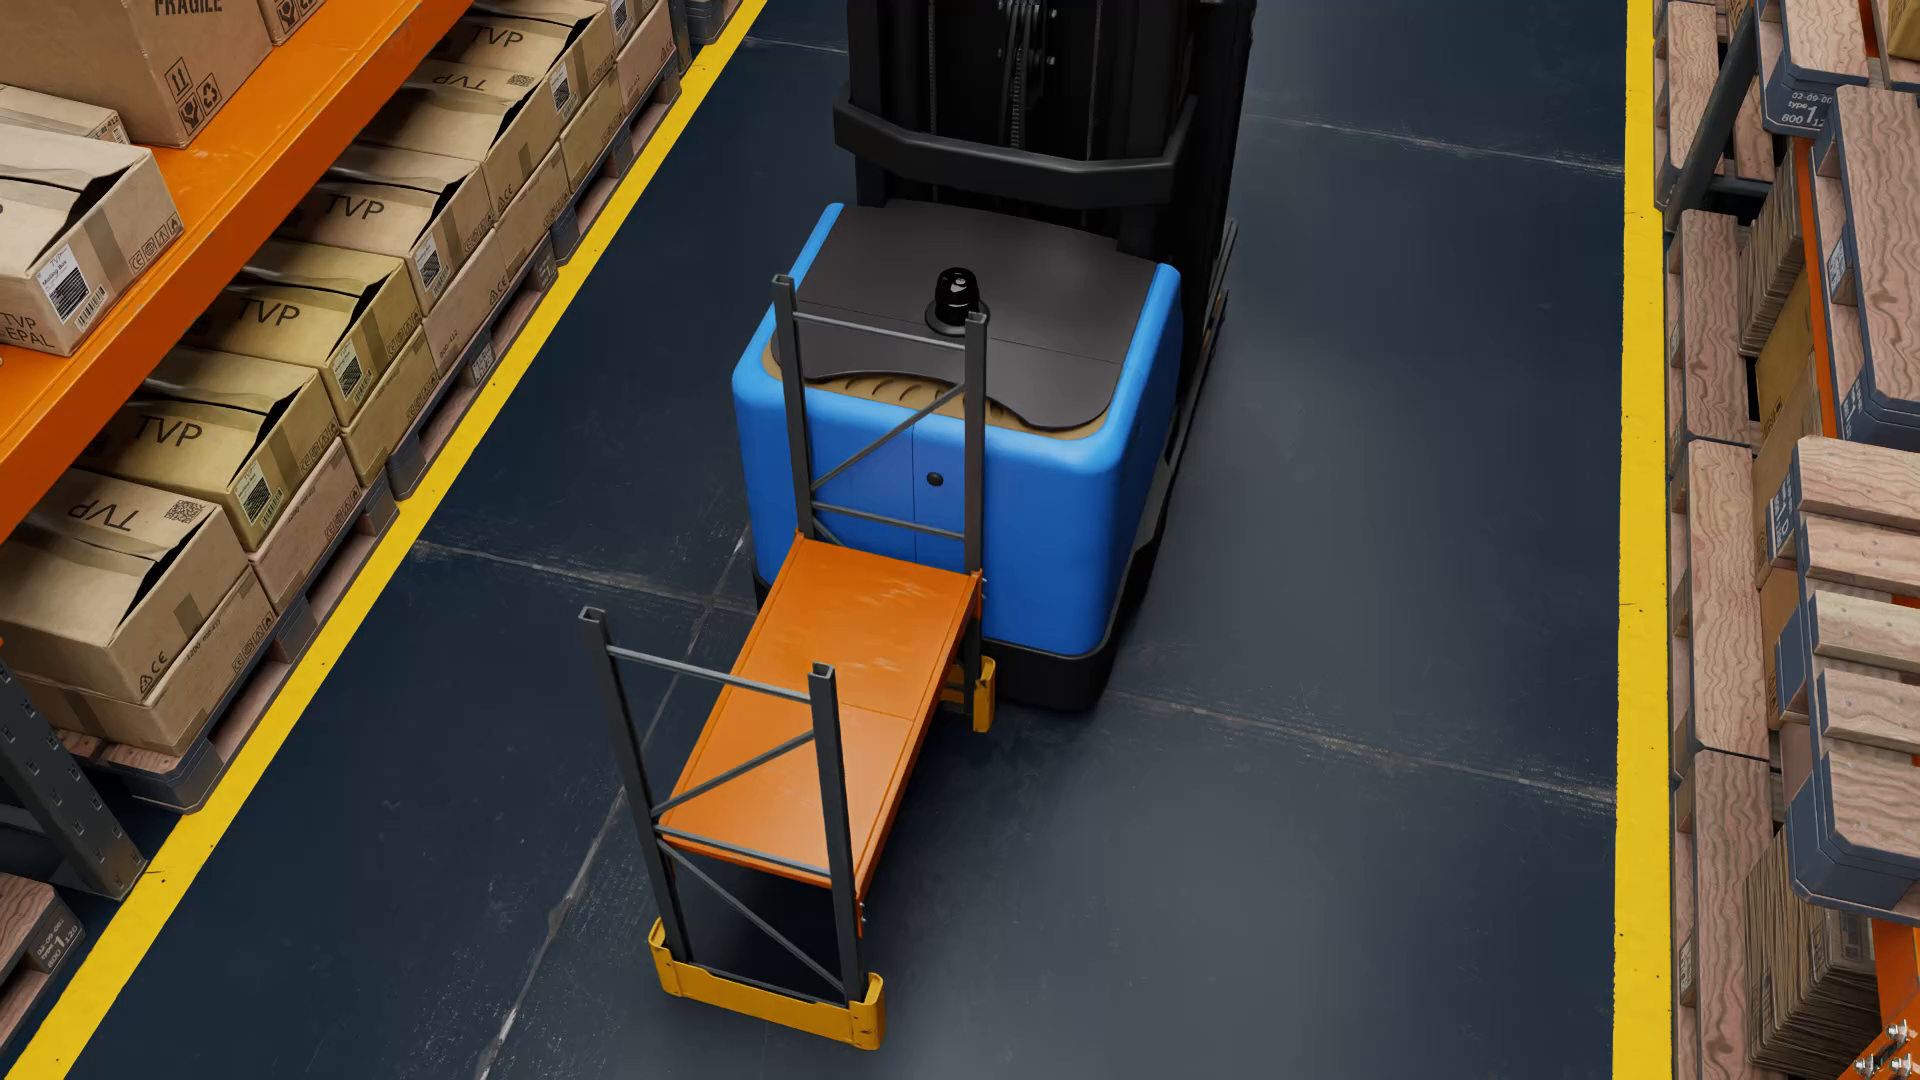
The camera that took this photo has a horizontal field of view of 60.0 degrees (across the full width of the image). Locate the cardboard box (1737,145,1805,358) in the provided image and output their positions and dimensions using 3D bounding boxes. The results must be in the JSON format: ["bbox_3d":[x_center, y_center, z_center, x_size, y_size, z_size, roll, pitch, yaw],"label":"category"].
[{"bbox_3d":[2.974,-0.876,5.396,0.700,0.500,0.500,13,50,11],"label":"cardboard box"}]

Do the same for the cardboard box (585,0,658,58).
[{"bbox_3d":[-1.458,-2.133,6.312,0.500,0.311,0.500,12,50,10],"label":"cardboard box"}]

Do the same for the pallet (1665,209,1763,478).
[{"bbox_3d":[2.948,-0.607,5.645,1.003,0.211,1.213,12,50,10],"label":"pallet"}]

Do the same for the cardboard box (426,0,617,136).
[{"bbox_3d":[-1.589,-1.755,5.978,0.500,0.311,0.500,13,50,11],"label":"cardboard box"}]

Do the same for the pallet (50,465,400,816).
[{"bbox_3d":[-2.427,0.161,4.967,1.003,0.211,1.213,12,50,10],"label":"pallet"}]

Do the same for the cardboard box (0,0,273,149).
[{"bbox_3d":[-2.255,-1.424,4.440,0.500,0.500,0.500,9,49,8],"label":"cardboard box"}]

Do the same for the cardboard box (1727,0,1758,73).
[{"bbox_3d":[3.386,-2.170,6.538,0.500,0.500,0.500,8,49,7],"label":"cardboard box"}]

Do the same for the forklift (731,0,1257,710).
[{"bbox_3d":[0.311,-1.618,4.723,1.130,2.935,3.031,13,50,11],"label":"forklift"}]

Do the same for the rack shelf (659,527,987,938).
[{"bbox_3d":[-0.328,0.438,4.103,0.538,0.185,1.000,13,50,11],"label":"rack shelf"}]

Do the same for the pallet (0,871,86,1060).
[{"bbox_3d":[-2.914,1.281,3.979,1.003,0.211,1.213,12,50,10],"label":"pallet"}]

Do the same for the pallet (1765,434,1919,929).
[{"bbox_3d":[2.184,0.327,3.088,1.213,0.211,1.003,12,50,10],"label":"pallet"}]

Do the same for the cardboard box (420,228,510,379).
[{"bbox_3d":[-1.862,-0.836,5.541,0.500,0.250,0.500,12,50,11],"label":"cardboard box"}]

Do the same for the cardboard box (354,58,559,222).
[{"bbox_3d":[-1.723,-1.395,5.660,0.500,0.311,0.500,11,50,10],"label":"cardboard box"}]

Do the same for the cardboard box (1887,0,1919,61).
[{"bbox_3d":[2.831,-1.507,4.219,0.700,0.500,0.500,16,51,14],"label":"cardboard box"}]

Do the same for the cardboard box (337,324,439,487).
[{"bbox_3d":[-1.997,-0.465,5.214,0.500,0.250,0.500,10,49,9],"label":"cardboard box"}]

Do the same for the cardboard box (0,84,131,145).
[{"bbox_3d":[-2.400,-1.025,4.321,0.380,0.149,0.250,15,50,13],"label":"cardboard box"}]

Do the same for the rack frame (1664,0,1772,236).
[{"bbox_3d":[3.152,-2.093,5.096,1.000,3.000,0.127,12,50,10],"label":"rack frame"}]

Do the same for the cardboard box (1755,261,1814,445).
[{"bbox_3d":[2.886,-0.492,5.057,0.700,0.500,0.500,11,49,9],"label":"cardboard box"}]

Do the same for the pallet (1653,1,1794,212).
[{"bbox_3d":[3.294,-1.663,6.577,1.003,0.211,1.213,12,50,10],"label":"pallet"}]

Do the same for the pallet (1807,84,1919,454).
[{"bbox_3d":[2.580,-0.576,3.886,1.003,0.211,1.213,12,50,10],"label":"pallet"}]

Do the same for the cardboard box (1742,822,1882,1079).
[{"bbox_3d":[2.238,0.951,3.784,0.700,0.500,0.500,12,50,11],"label":"cardboard box"}]

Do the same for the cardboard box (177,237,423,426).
[{"bbox_3d":[-1.993,-0.660,5.012,0.500,0.311,0.500,10,49,9],"label":"cardboard box"}]

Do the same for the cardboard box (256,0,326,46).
[{"bbox_3d":[-2.117,-1.805,4.776,0.500,0.500,0.500,12,50,10],"label":"cardboard box"}]

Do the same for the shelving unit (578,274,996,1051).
[{"bbox_3d":[-0.331,0.326,3.962,0.587,1.500,1.083,13,50,11],"label":"shelving unit"}]

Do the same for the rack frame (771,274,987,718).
[{"bbox_3d":[-0.183,-0.046,4.290,0.500,1.500,0.032,13,50,11],"label":"rack frame"}]

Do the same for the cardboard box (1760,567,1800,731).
[{"bbox_3d":[2.589,0.236,4.415,0.700,0.500,0.500,11,50,10],"label":"cardboard box"}]

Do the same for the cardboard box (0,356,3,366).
[{"bbox_3d":[-2.543,-0.399,3.661,0.500,0.311,0.500,14,50,12],"label":"cardboard box"}]

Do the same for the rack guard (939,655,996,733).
[{"bbox_3d":[-0.189,0.382,4.747,0.587,0.250,0.087,13,50,11],"label":"rack guard"}]

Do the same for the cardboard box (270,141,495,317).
[{"bbox_3d":[-1.859,-1.032,5.340,0.500,0.311,0.500,11,49,10],"label":"cardboard box"}]

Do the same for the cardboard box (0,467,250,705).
[{"bbox_3d":[-2.260,0.090,4.350,0.500,0.311,0.500,13,50,11],"label":"cardboard box"}]

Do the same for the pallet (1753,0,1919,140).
[{"bbox_3d":[2.810,-1.505,4.706,1.003,0.211,1.213,12,50,10],"label":"pallet"}]

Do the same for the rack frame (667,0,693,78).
[{"bbox_3d":[-1.628,-3.068,5.957,1.000,3.000,0.127,12,50,10],"label":"rack frame"}]

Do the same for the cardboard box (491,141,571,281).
[{"bbox_3d":[-1.727,-1.204,5.866,0.500,0.250,0.500,13,50,11],"label":"cardboard box"}]

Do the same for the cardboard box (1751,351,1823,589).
[{"bbox_3d":[2.713,-0.131,4.739,0.700,0.500,0.500,12,50,10],"label":"cardboard box"}]

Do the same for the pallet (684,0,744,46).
[{"bbox_3d":[-1.379,-2.712,7.503,1.003,0.211,1.213,12,50,10],"label":"pallet"}]

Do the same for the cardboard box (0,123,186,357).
[{"bbox_3d":[-2.259,-0.754,3.974,0.500,0.311,0.500,11,49,10],"label":"cardboard box"}]

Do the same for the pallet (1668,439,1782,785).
[{"bbox_3d":[2.629,0.279,4.863,1.003,0.211,1.213,12,50,10],"label":"pallet"}]

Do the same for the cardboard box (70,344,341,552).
[{"bbox_3d":[-2.130,-0.292,4.686,0.500,0.311,0.500,10,49,9],"label":"cardboard box"}]

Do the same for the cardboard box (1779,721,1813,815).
[{"bbox_3d":[2.486,0.601,4.092,0.700,0.500,0.500,11,50,10],"label":"cardboard box"}]

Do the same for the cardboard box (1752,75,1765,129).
[{"bbox_3d":[3.264,-1.694,6.340,0.380,0.166,0.250,6,49,5],"label":"cardboard box"}]

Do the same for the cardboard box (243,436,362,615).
[{"bbox_3d":[-2.128,-0.088,4.881,0.500,0.250,0.500,10,49,9],"label":"cardboard box"}]

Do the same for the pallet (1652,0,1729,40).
[{"bbox_3d":[3.614,-2.548,7.358,1.003,0.211,1.213,12,50,10],"label":"pallet"}]

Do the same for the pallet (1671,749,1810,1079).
[{"bbox_3d":[2.306,1.158,4.087,1.003,0.211,1.213,12,50,10],"label":"pallet"}]

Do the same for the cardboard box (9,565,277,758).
[{"bbox_3d":[-2.260,0.276,4.560,0.500,0.250,0.500,11,50,10],"label":"cardboard box"}]

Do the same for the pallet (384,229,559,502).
[{"bbox_3d":[-2.104,-0.719,5.744,1.003,0.211,1.213,12,50,10],"label":"pallet"}]

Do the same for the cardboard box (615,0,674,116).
[{"bbox_3d":[-1.458,-1.940,6.515,0.500,0.250,0.500,11,50,10],"label":"cardboard box"}]

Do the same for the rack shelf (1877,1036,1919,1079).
[{"bbox_3d":[1.573,2.485,1.536,1.077,0.370,4.000,12,50,10],"label":"rack shelf"}]

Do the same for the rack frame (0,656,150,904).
[{"bbox_3d":[-2.681,-0.174,3.403,1.000,3.000,0.127,12,50,10],"label":"rack frame"}]

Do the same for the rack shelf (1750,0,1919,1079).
[{"bbox_3d":[2.625,-0.408,4.089,1.077,0.370,4.000,12,50,10],"label":"rack shelf"}]

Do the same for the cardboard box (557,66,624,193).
[{"bbox_3d":[-1.593,-1.574,6.192,0.500,0.250,0.500,11,49,9],"label":"cardboard box"}]

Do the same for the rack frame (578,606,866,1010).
[{"bbox_3d":[-0.473,0.685,3.645,0.500,1.500,0.032,13,50,11],"label":"rack frame"}]

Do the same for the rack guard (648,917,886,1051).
[{"bbox_3d":[-0.473,1.097,4.115,0.587,0.250,0.087,13,50,11],"label":"rack guard"}]

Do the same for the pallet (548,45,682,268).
[{"bbox_3d":[-1.785,-1.604,6.525,1.003,0.211,1.213,12,50,10],"label":"pallet"}]
